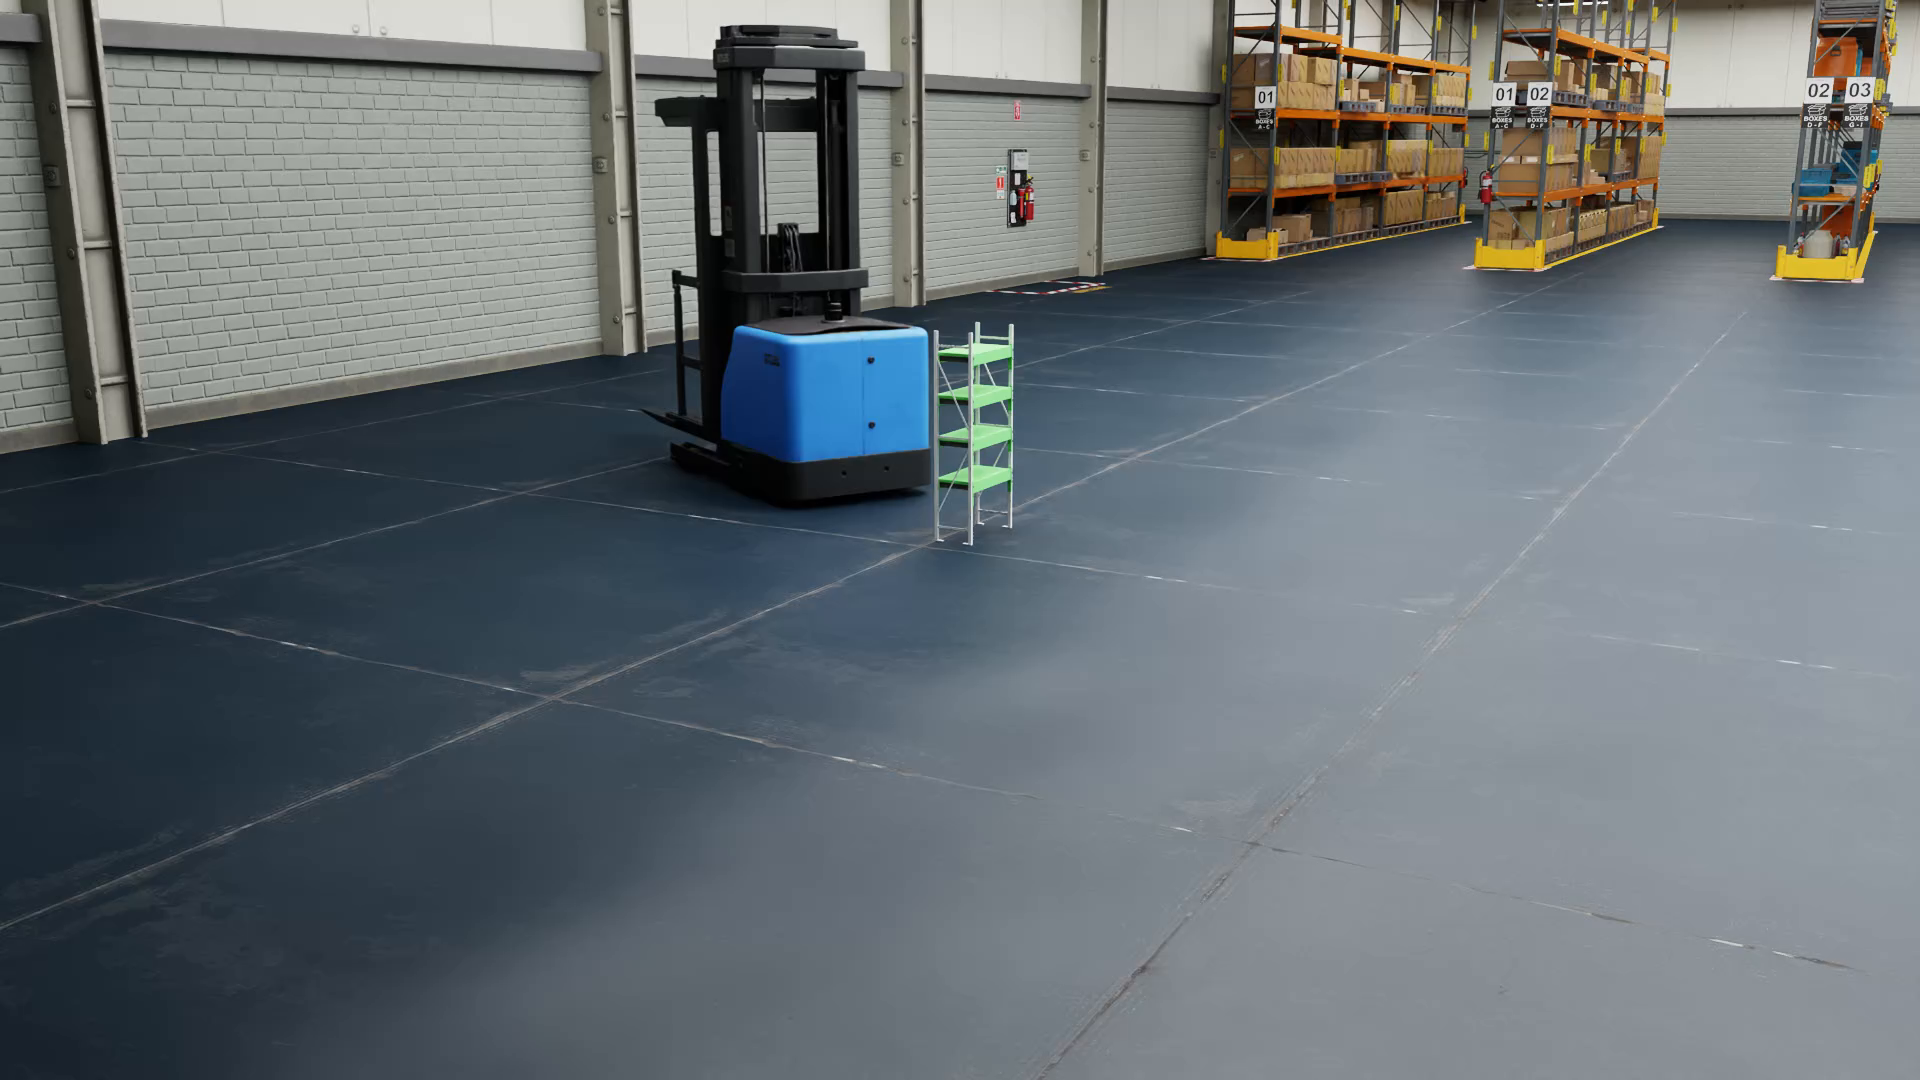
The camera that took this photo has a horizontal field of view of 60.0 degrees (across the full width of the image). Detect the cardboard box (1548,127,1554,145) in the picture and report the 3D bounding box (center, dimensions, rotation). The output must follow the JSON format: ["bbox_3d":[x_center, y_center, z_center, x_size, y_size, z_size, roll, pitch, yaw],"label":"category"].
[{"bbox_3d":[10.367,-7.251,30.228,0.700,0.500,0.500,7,15,27],"label":"cardboard box"}]

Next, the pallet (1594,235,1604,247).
[{"bbox_3d":[13.291,-6.479,35.958,1.003,0.211,1.213,7,15,28],"label":"pallet"}]

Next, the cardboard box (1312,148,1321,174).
[{"bbox_3d":[7.004,-7.703,33.763,0.500,0.500,0.500,7,15,26],"label":"cardboard box"}]

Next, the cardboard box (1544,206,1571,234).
[{"bbox_3d":[11.504,-6.189,32.177,0.500,0.500,0.500,7,15,28],"label":"cardboard box"}]

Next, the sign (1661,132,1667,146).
[{"bbox_3d":[18.066,-10.290,42.671,0.100,0.325,0.005,7,15,28],"label":"sign"}]

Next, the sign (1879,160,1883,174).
[{"bbox_3d":[22.414,-9.099,40.526,0.100,0.325,0.005,7,15,28],"label":"sign"}]

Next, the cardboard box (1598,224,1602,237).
[{"bbox_3d":[13.436,-6.625,35.584,0.500,0.250,0.500,7,15,27],"label":"cardboard box"}]

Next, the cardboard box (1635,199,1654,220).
[{"bbox_3d":[17.543,-8.500,42.784,0.500,0.500,0.500,7,15,28],"label":"cardboard box"}]

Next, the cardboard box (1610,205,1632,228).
[{"bbox_3d":[15.422,-7.584,38.987,0.500,0.500,0.500,7,15,28],"label":"cardboard box"}]

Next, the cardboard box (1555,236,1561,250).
[{"bbox_3d":[11.036,-5.618,31.406,0.500,0.250,0.500,7,15,28],"label":"cardboard box"}]

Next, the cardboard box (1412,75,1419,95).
[{"bbox_3d":[11.452,-11.553,42.263,0.500,0.500,0.500,7,15,28],"label":"cardboard box"}]

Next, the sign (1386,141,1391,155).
[{"bbox_3d":[9.864,-9.024,38.265,0.100,0.325,0.005,7,15,28],"label":"sign"}]

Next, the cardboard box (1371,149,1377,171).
[{"bbox_3d":[9.166,-8.725,38.170,0.700,0.500,0.500,5,15,21],"label":"cardboard box"}]

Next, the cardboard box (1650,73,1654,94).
[{"bbox_3d":[16.460,-11.107,40.456,0.700,0.500,0.500,7,15,28],"label":"cardboard box"}]

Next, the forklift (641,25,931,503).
[{"bbox_3d":[-1.379,-1.954,11.387,1.130,2.935,3.031,-8,16,-30],"label":"forklift"}]

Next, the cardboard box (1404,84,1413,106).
[{"bbox_3d":[10.584,-10.811,40.426,0.700,0.500,0.500,7,15,27],"label":"cardboard box"}]

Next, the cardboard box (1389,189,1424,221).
[{"bbox_3d":[11.118,-8.391,41.631,0.750,0.750,0.750,8,15,29],"label":"cardboard box"}]

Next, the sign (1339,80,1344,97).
[{"bbox_3d":[7.930,-9.389,34.574,0.100,0.325,0.005,7,15,28],"label":"sign"}]

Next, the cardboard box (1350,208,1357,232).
[{"bbox_3d":[8.516,-7.207,37.422,0.700,0.500,0.500,7,15,28],"label":"cardboard box"}]

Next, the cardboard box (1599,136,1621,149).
[{"bbox_3d":[15.674,-9.488,40.140,0.500,0.500,0.500,7,15,28],"label":"cardboard box"}]

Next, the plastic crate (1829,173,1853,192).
[{"bbox_3d":[15.759,-6.493,30.200,0.767,0.338,0.504,7,15,28],"label":"plastic crate"}]

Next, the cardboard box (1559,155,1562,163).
[{"bbox_3d":[10.977,-7.093,30.958,0.380,0.149,0.250,8,15,29],"label":"cardboard box"}]

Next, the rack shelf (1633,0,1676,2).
[{"bbox_3d":[16.623,-13.413,40.411,1.077,0.370,4.000,7,15,28],"label":"rack shelf"}]

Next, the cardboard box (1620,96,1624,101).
[{"bbox_3d":[14.151,-9.704,36.771,0.910,0.500,0.500,7,15,28],"label":"cardboard box"}]

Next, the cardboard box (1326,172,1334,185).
[{"bbox_3d":[7.487,-7.544,34.704,0.500,0.250,0.500,7,15,28],"label":"cardboard box"}]

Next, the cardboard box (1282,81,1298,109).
[{"bbox_3d":[6.189,-8.581,32.072,0.500,0.500,0.500,9,16,32],"label":"cardboard box"}]

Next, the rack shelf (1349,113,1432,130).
[{"bbox_3d":[10.351,-10.078,40.073,1.077,0.370,4.000,7,15,28],"label":"rack shelf"}]

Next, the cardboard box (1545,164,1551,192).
[{"bbox_3d":[10.342,-6.609,30.334,0.700,0.500,0.500,8,16,29],"label":"cardboard box"}]

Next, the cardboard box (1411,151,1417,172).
[{"bbox_3d":[10.828,-9.252,40.620,0.500,0.500,0.500,7,15,28],"label":"cardboard box"}]

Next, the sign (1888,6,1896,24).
[{"bbox_3d":[16.600,-9.367,29.632,0.100,0.325,0.005,7,15,28],"label":"sign"}]

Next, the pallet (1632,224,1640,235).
[{"bbox_3d":[15.989,-7.605,40.628,1.003,0.211,1.213,7,15,28],"label":"pallet"}]

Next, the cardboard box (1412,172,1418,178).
[{"bbox_3d":[11.060,-9.003,40.971,0.380,0.149,0.250,7,15,28],"label":"cardboard box"}]

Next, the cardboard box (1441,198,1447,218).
[{"bbox_3d":[12.517,-8.829,44.193,0.700,0.500,0.500,7,15,26],"label":"cardboard box"}]

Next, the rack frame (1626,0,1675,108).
[{"bbox_3d":[17.590,-12.557,42.418,1.000,3.000,0.127,7,15,28],"label":"rack frame"}]

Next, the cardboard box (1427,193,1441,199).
[{"bbox_3d":[12.347,-8.983,43.448,0.380,0.149,0.250,7,15,26],"label":"cardboard box"}]

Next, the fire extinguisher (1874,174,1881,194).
[{"bbox_3d":[22.395,-8.839,40.758,0.296,0.674,0.183,7,15,28],"label":"fire extinguisher"}]

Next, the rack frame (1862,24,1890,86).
[{"bbox_3d":[18.057,-10.354,33.279,1.000,3.000,0.127,7,15,28],"label":"rack frame"}]

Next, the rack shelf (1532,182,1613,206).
[{"bbox_3d":[12.756,-7.239,34.696,1.077,0.370,4.000,7,15,28],"label":"rack shelf"}]

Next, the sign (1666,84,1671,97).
[{"bbox_3d":[18.066,-11.462,42.388,0.100,0.325,0.005,7,15,28],"label":"sign"}]

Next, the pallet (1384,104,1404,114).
[{"bbox_3d":[9.649,-10.064,38.882,1.213,0.211,1.003,8,16,31],"label":"pallet"}]

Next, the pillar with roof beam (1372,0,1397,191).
[{"bbox_3d":[14.668,-12.051,40.318,9.100,9.000,0.400,7,15,28],"label":"pillar with roof beam"}]

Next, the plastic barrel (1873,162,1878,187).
[{"bbox_3d":[18.098,-7.374,33.429,0.600,0.536,0.708,7,15,28],"label":"plastic barrel"}]

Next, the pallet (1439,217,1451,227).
[{"bbox_3d":[12.343,-8.423,44.022,1.003,0.211,1.213,7,15,28],"label":"pallet"}]

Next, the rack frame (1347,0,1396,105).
[{"bbox_3d":[9.385,-11.476,37.935,1.000,3.000,0.127,7,15,28],"label":"rack frame"}]

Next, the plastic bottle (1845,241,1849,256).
[{"bbox_3d":[15.553,-5.111,29.216,0.097,0.271,0.097,0,14,0],"label":"plastic bottle"}]

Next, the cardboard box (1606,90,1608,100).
[{"bbox_3d":[13.553,-9.489,35.518,0.500,0.250,0.500,6,15,24],"label":"cardboard box"}]

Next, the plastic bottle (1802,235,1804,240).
[{"bbox_3d":[15.073,-5.298,29.823,0.144,0.351,0.185,7,15,28],"label":"plastic bottle"}]

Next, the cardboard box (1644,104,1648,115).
[{"bbox_3d":[16.108,-10.277,39.681,0.500,0.250,0.500,7,15,28],"label":"cardboard box"}]

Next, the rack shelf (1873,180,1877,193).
[{"bbox_3d":[20.958,-8.318,39.173,1.077,0.370,4.000,7,15,28],"label":"rack shelf"}]

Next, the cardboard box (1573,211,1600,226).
[{"bbox_3d":[13.193,-6.793,35.086,0.500,0.311,0.500,7,15,28],"label":"cardboard box"}]

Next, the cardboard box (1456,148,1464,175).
[{"bbox_3d":[13.014,-10.241,44.972,0.980,0.700,0.700,8,16,31],"label":"cardboard box"}]

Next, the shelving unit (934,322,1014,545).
[{"bbox_3d":[0.080,-0.617,9.534,0.258,1.200,0.503,7,15,28],"label":"shelving unit"}]

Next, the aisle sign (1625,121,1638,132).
[{"bbox_3d":[17.366,-10.952,43.013,0.394,0.787,0.004,7,15,28],"label":"aisle sign"}]
